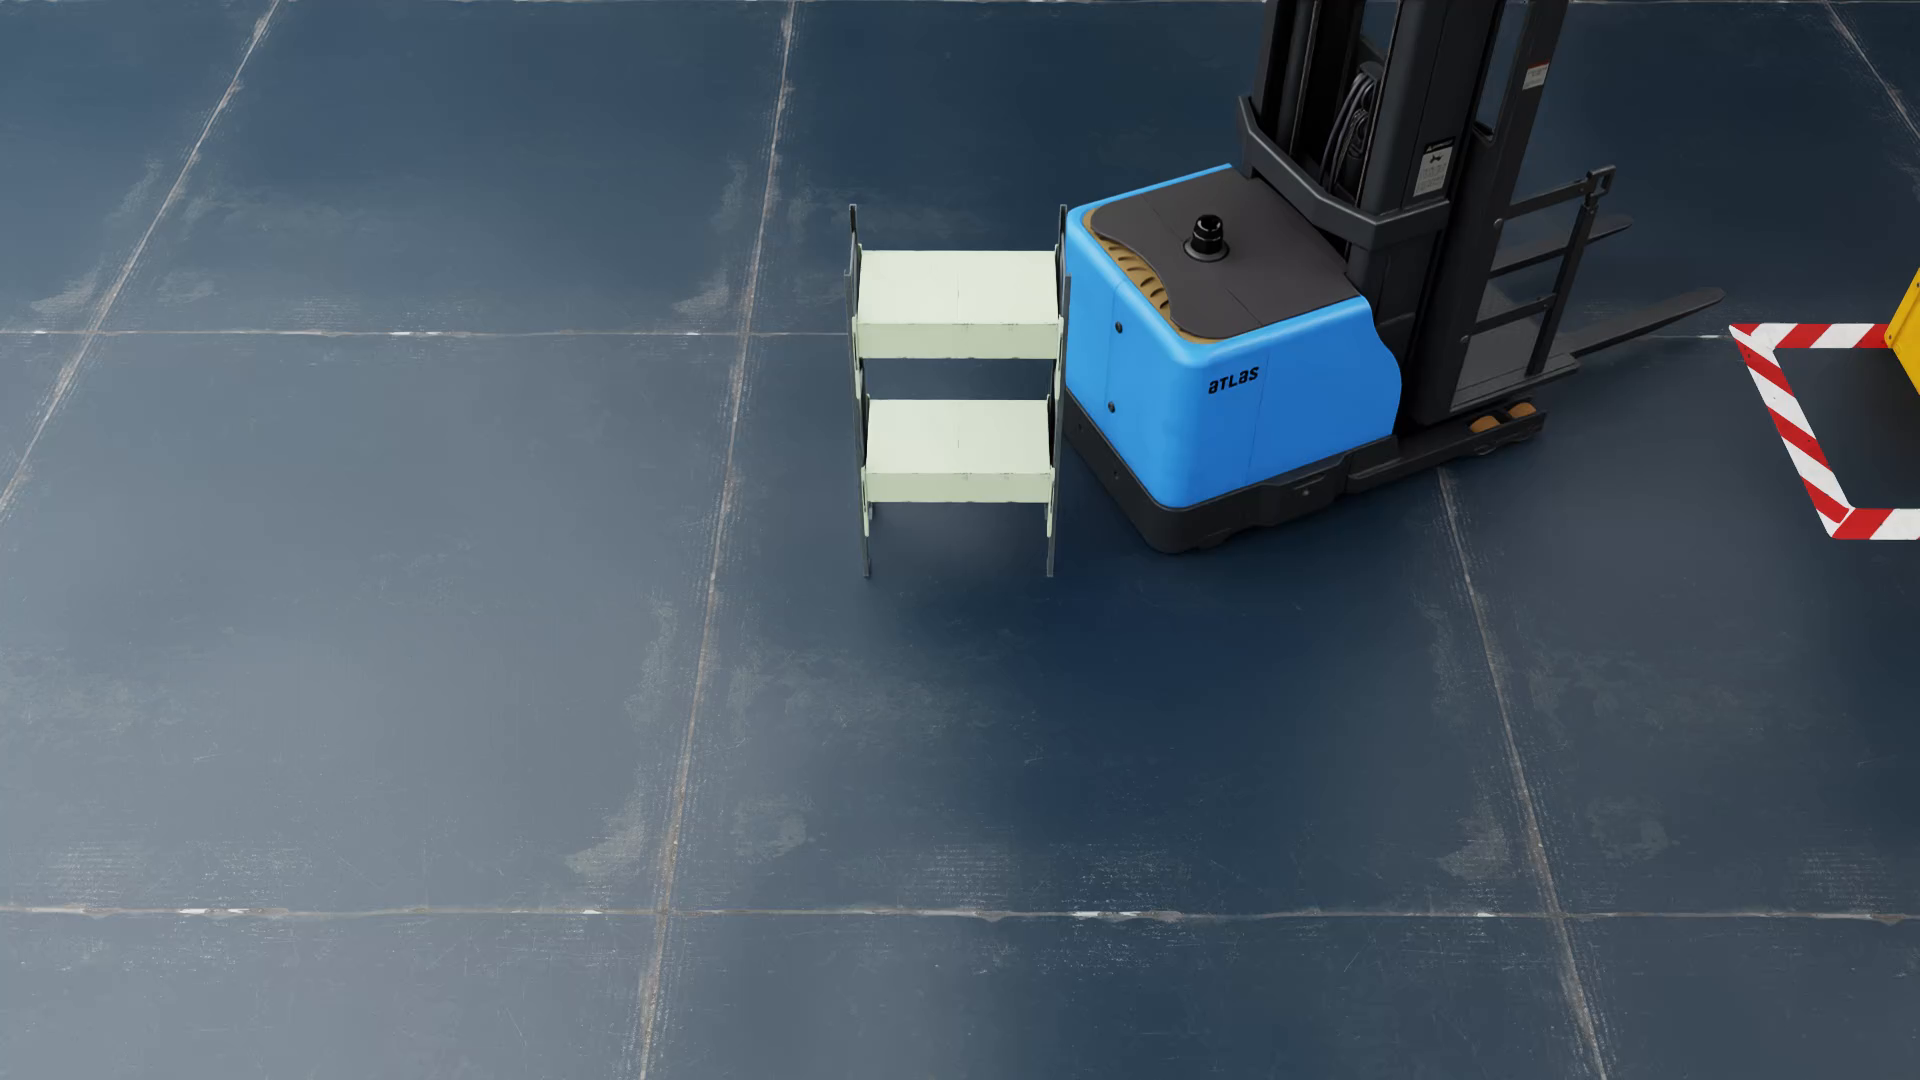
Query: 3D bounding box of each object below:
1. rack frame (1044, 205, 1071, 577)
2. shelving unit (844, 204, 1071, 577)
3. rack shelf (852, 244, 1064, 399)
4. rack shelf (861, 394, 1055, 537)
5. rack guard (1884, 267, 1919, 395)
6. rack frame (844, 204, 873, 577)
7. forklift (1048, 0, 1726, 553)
[{"bbox_3d":[0.359,-0.510,6.200,0.023,1.500,0.400,0,47,0],"label":"rack frame"},{"bbox_3d":[-0.007,-0.511,6.201,0.755,1.500,0.431,0,47,0],"label":"shelving unit"},{"bbox_3d":[-0.007,-0.777,5.915,0.720,0.370,0.431,0,47,0],"label":"rack shelf"},{"bbox_3d":[-0.007,-0.289,6.440,0.720,0.370,0.431,0,47,0],"label":"rack shelf"},{"bbox_3d":[4.397,-0.706,7.066,0.348,0.500,1.175,0,47,0],"label":"rack guard"},{"bbox_3d":[-0.373,-0.512,6.202,0.023,1.500,0.400,0,47,0],"label":"rack frame"},{"bbox_3d":[1.935,-1.694,6.324,3.031,2.935,1.130,-19,50,-17],"label":"forklift"}]
